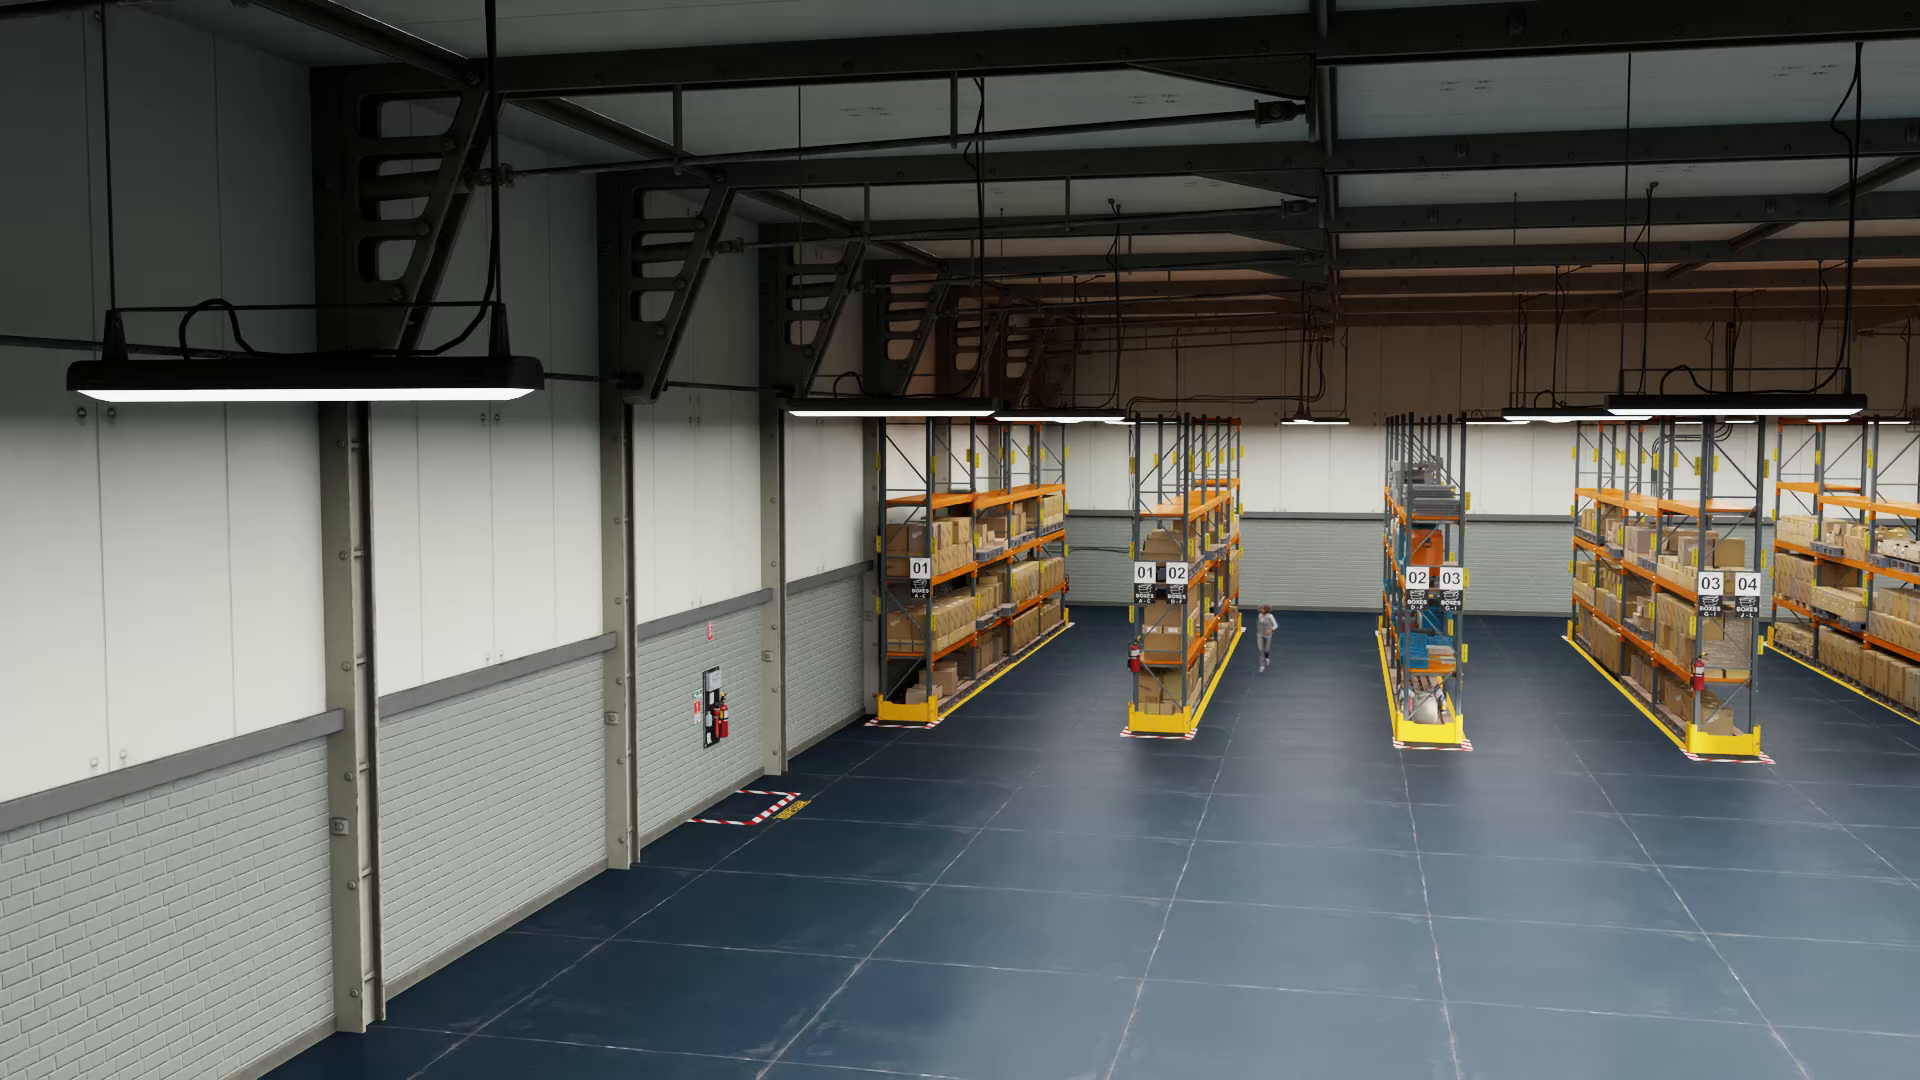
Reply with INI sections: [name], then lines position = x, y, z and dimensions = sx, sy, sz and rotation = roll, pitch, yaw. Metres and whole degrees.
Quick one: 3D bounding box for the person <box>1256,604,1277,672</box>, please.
[person]
position = 7.249, 2.296, 39.298
dimensions = 0.507, 1.582, 0.669
rotation = 1, 4, 17
